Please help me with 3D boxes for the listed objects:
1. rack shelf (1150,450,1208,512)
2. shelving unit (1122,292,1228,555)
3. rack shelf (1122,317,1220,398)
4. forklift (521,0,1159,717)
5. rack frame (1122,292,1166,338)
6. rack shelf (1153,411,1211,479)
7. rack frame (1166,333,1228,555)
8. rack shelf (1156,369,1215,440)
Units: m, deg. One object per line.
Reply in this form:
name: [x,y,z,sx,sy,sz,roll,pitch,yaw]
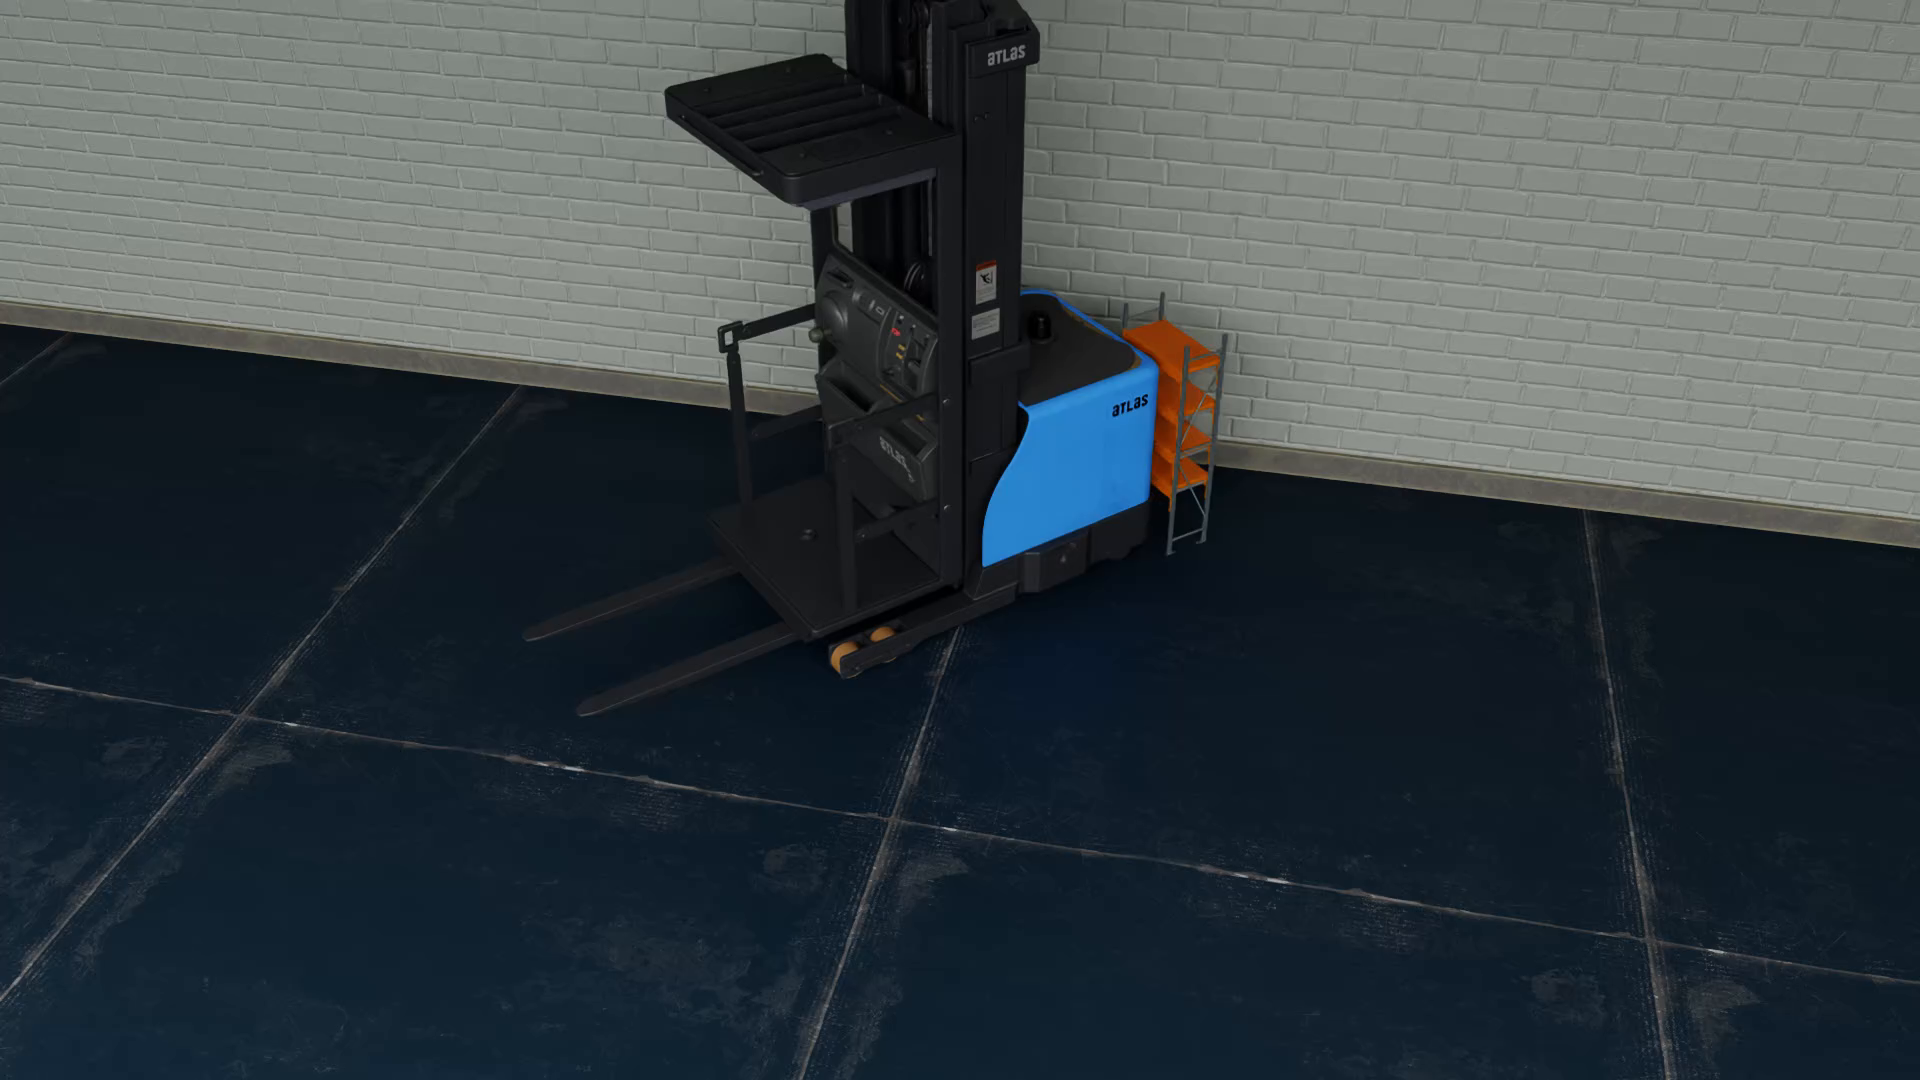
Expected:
rack shelf: [1.026,-0.355,8.440,0.258,0.148,0.480,-19,40,-24]
shelving unit: [1.026,-0.570,8.284,0.258,1.200,0.503,-19,40,-24]
rack shelf: [1.026,-0.888,8.054,0.258,0.148,0.480,-19,40,-24]
forklift: [-0.549,-0.908,7.276,3.031,2.935,1.130,-21,41,-27]
rack frame: [0.901,-0.693,8.454,0.240,1.200,0.015,-19,40,-24]
rack shelf: [1.026,-0.516,8.324,0.258,0.148,0.480,-19,40,-24]
rack frame: [1.151,-0.447,8.115,0.240,1.200,0.015,-19,40,-24]
rack shelf: [1.026,-0.697,8.193,0.258,0.148,0.480,-19,40,-24]
